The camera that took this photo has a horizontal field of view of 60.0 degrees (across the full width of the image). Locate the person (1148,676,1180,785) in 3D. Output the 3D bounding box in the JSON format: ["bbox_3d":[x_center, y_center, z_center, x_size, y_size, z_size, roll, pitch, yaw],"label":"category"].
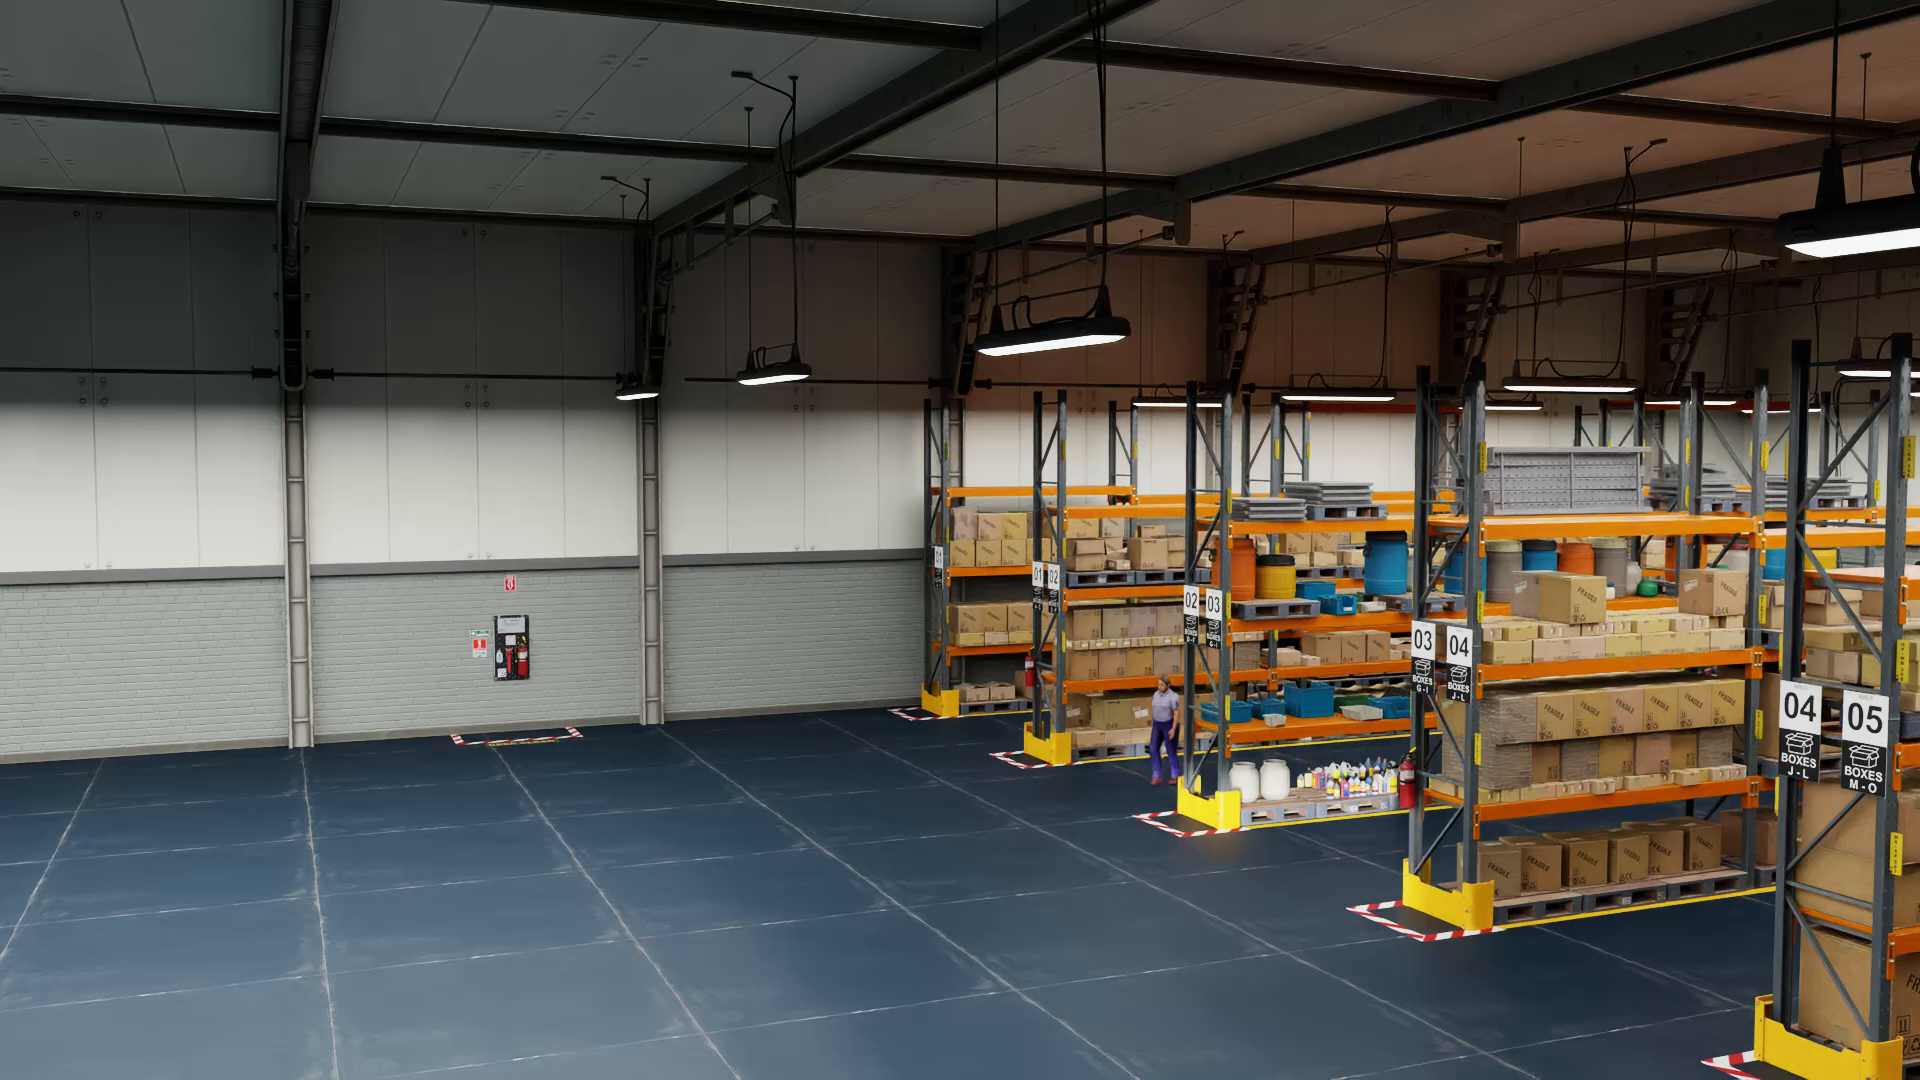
[{"bbox_3d":[3.107,2.889,25.099,0.527,1.708,0.493,3,5,43],"label":"person"}]
